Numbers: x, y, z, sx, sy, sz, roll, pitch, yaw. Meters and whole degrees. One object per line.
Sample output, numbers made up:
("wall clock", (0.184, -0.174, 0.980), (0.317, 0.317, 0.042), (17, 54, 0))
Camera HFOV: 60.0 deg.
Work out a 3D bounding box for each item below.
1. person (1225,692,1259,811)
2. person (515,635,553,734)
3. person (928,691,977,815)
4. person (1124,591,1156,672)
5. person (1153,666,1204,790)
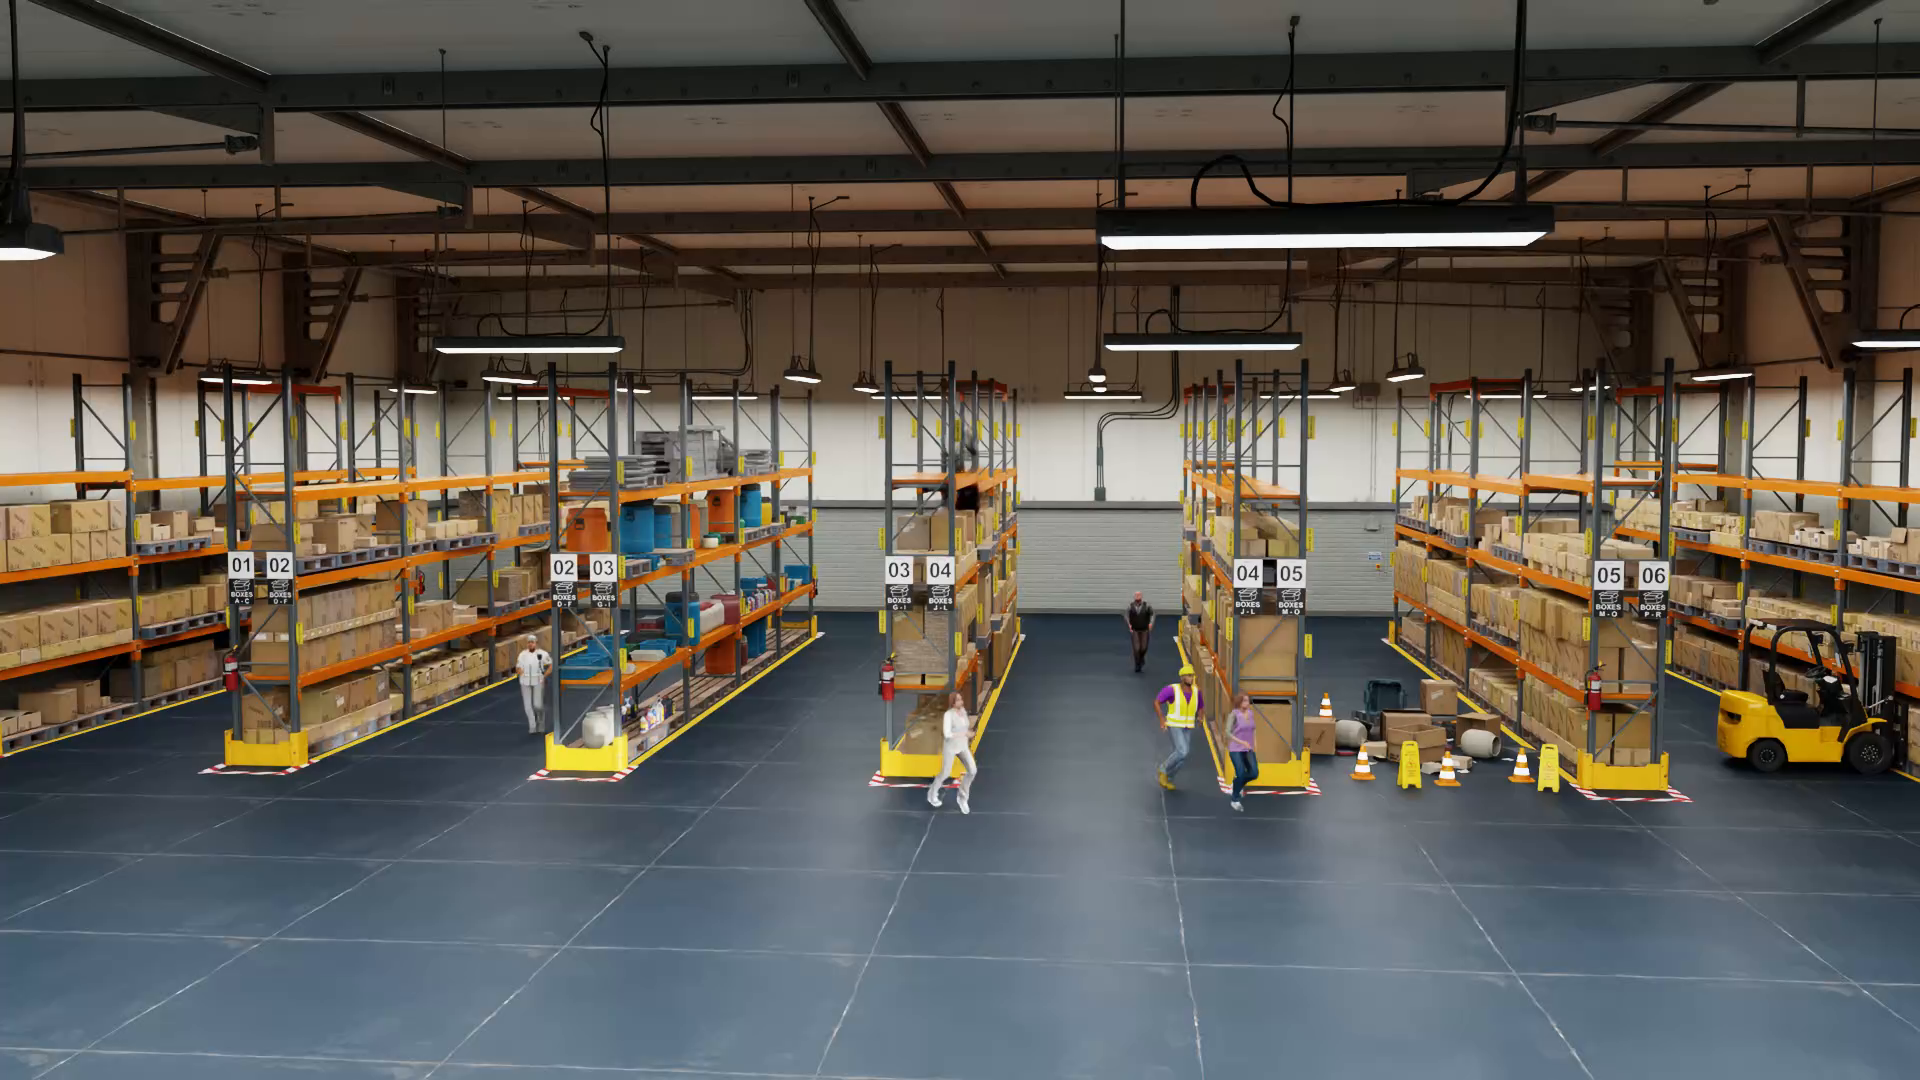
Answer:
("person", (3.746, 2.789, 21.983), (0.580, 1.572, 0.566), (-2, 4, -28))
("person", (-7.020, 2.384, 27.335), (0.591, 1.638, 0.576), (0, 4, -2))
("person", (-0.062, 2.772, 21.777), (0.545, 1.614, 0.820), (-3, 5, -42))
("person", (3.730, 1.895, 34.572), (0.666, 1.687, 0.528), (1, 4, 8))
("person", (3.123, 2.618, 23.202), (0.688, 1.719, 0.573), (-2, 4, -28))
